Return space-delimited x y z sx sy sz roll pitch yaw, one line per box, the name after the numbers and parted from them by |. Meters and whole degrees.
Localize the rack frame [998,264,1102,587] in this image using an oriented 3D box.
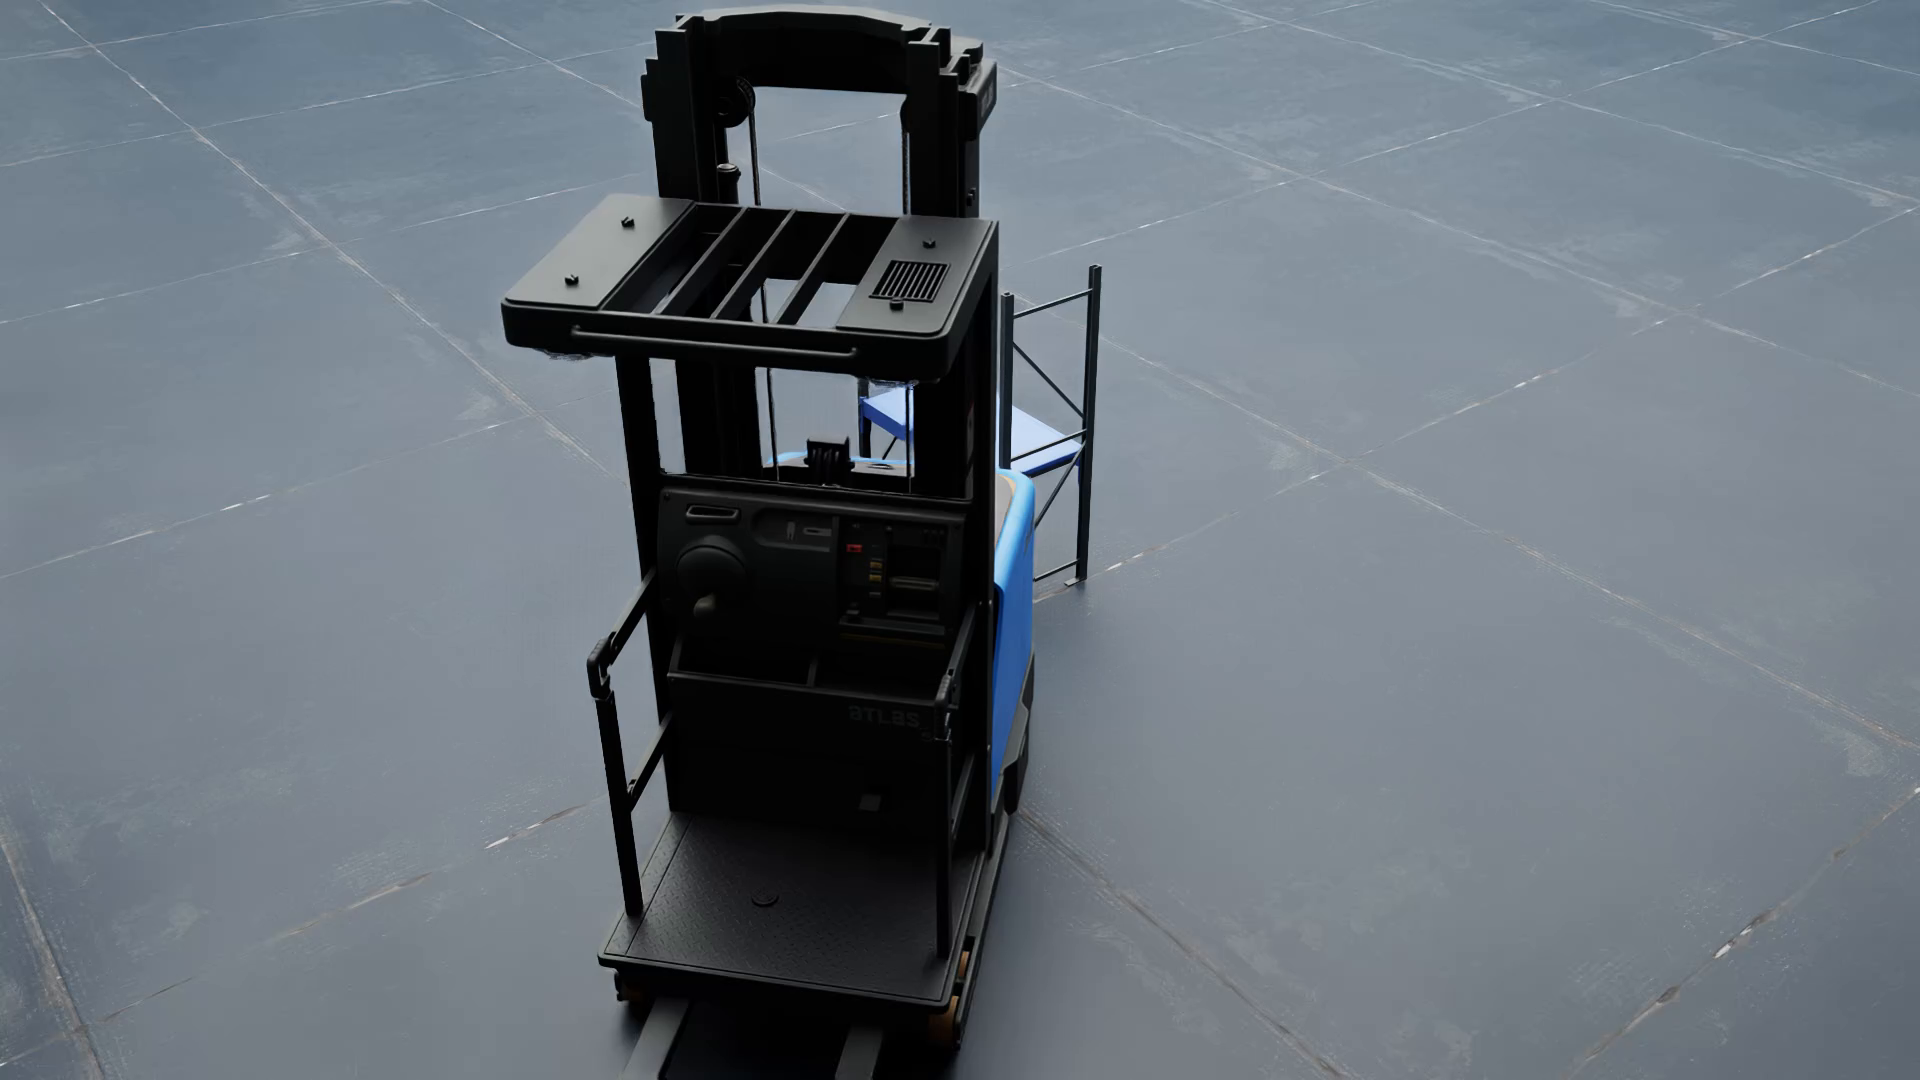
0.364 -0.390 6.956 0.500 1.500 0.032 -22 38 -31 | rack frame

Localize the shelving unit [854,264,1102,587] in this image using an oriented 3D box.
0.052 -0.602 7.297 0.538 1.500 1.048 -22 38 -31 | shelving unit

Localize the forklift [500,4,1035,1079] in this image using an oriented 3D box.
-0.485 0.128 4.766 1.130 2.935 3.031 6 32 9 | forklift

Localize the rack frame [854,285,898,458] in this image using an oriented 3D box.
-0.259 -0.813 7.638 0.500 1.500 0.032 -22 38 -31 | rack frame

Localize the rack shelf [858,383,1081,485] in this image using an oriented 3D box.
0.052 -0.449 7.392 0.538 0.185 1.000 -22 38 -31 | rack shelf
